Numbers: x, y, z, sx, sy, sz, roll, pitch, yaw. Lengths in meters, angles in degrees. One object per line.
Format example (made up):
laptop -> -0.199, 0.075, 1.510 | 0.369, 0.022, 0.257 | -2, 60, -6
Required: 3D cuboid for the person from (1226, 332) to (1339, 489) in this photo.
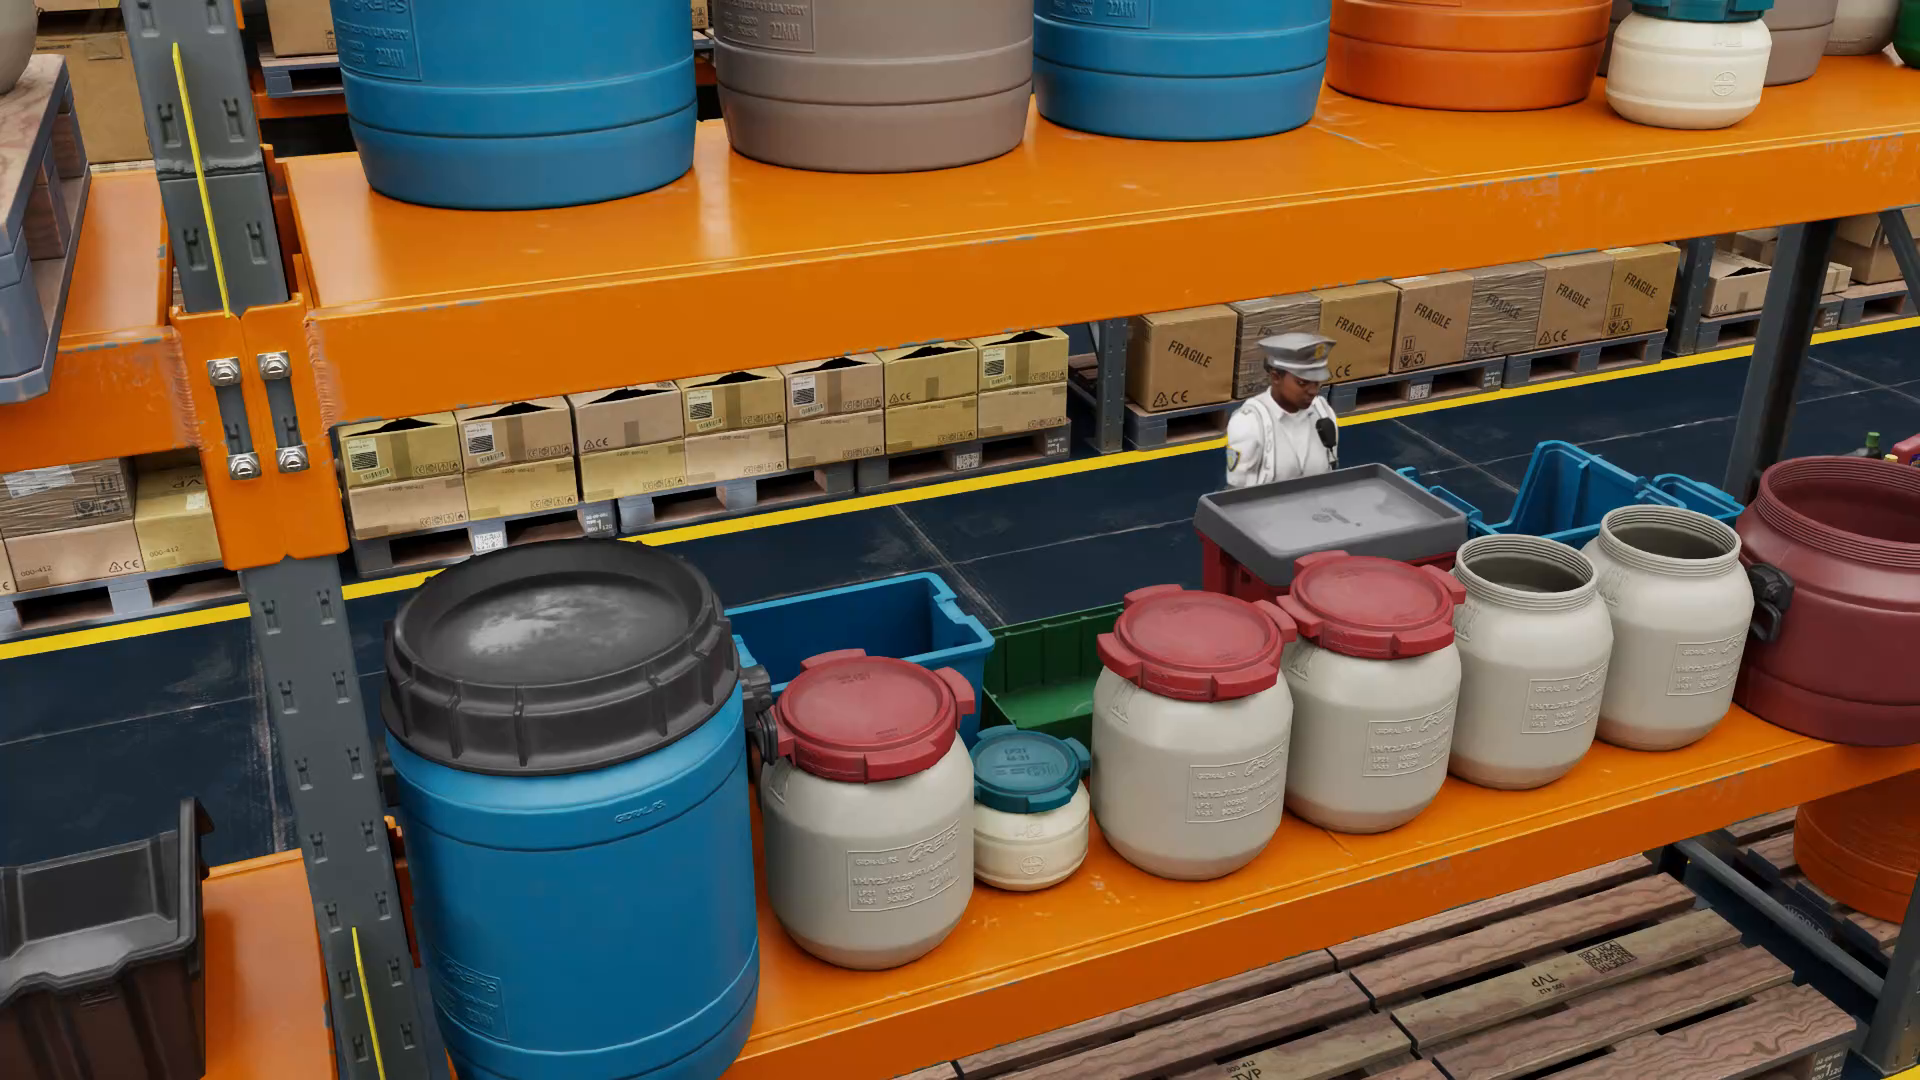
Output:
person -> 1.158, 0.046, 6.027 | 0.438, 1.665, 0.342 | -10, 28, -19
